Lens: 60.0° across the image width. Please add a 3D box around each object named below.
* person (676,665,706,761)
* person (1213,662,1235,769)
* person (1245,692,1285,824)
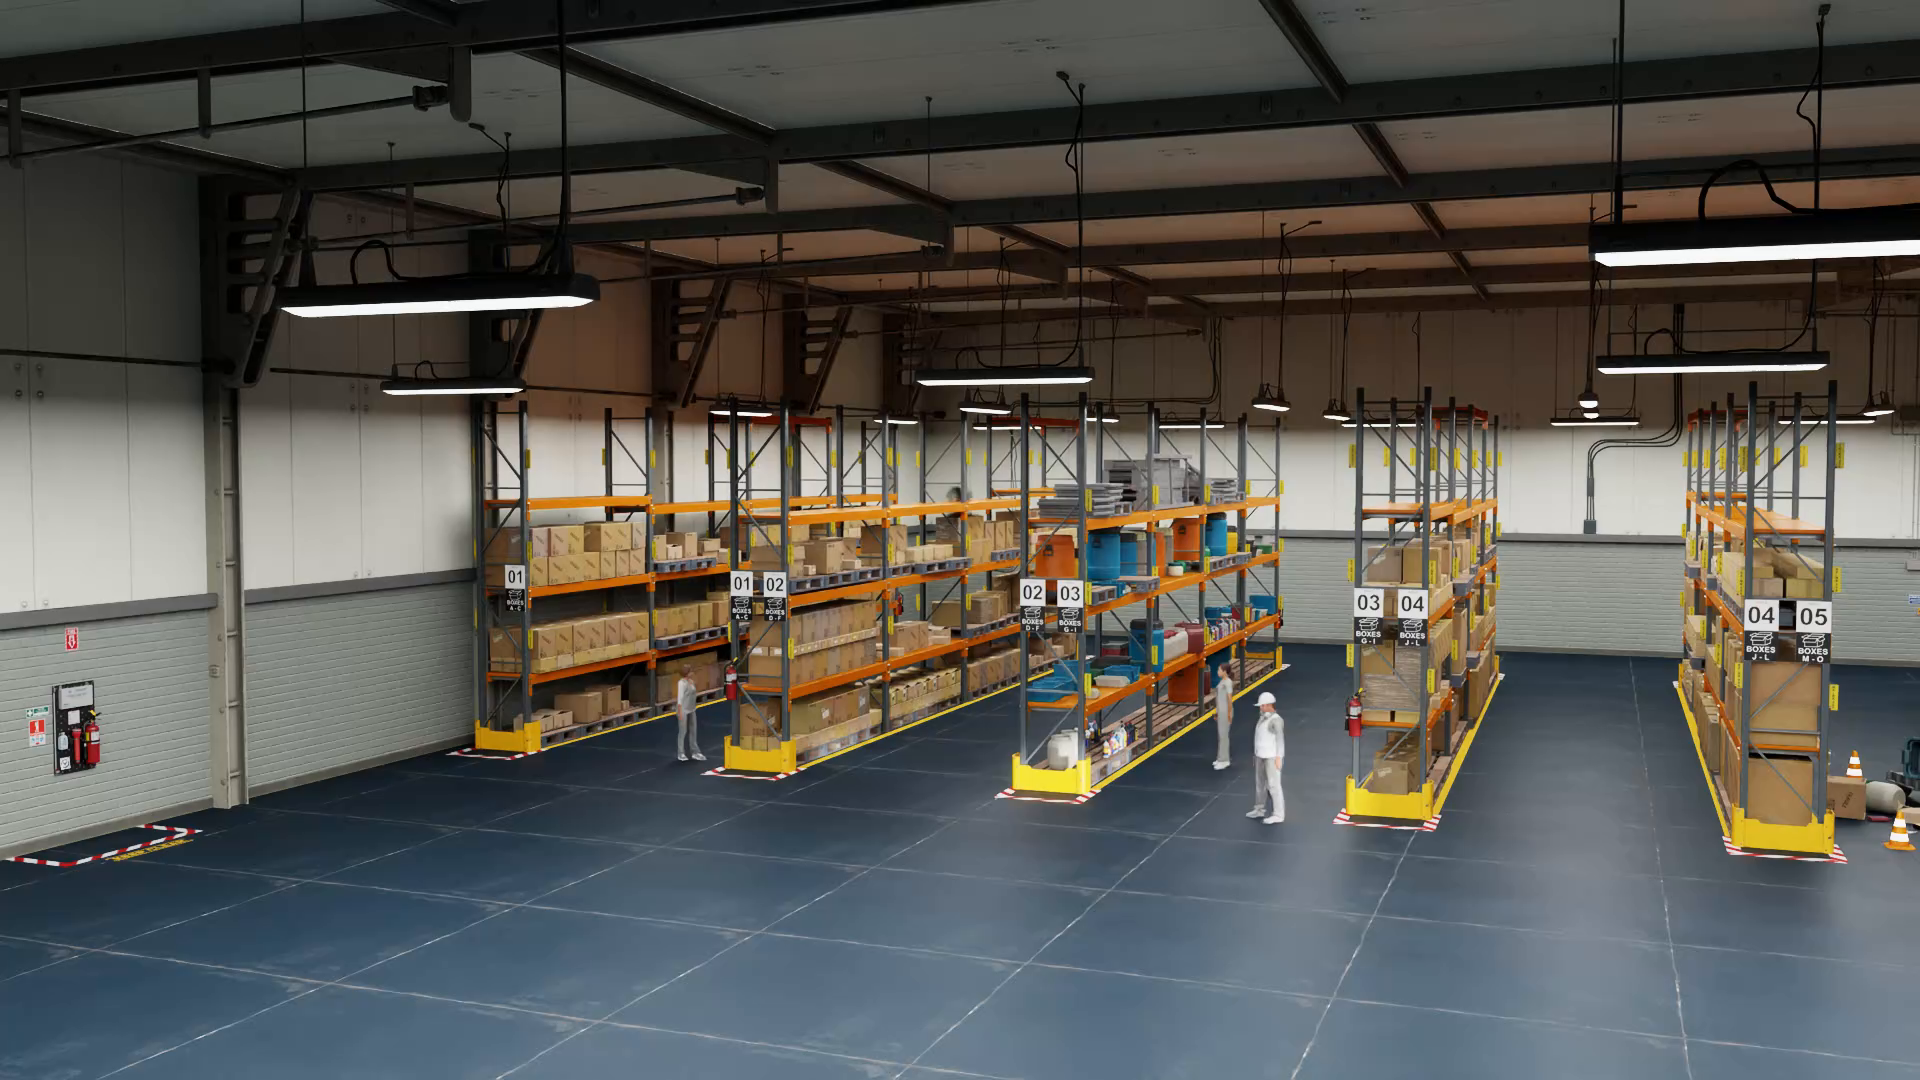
[{"bbox_3d":[-4.502,2.872,27.587,0.445,1.615,0.455,1,3,25],"label":"person"},{"bbox_3d":[4.285,2.854,27.104,0.398,1.704,0.580,0,3,-2],"label":"person"},{"bbox_3d":[4.226,2.991,23.023,0.433,1.772,0.609,-1,3,-20],"label":"person"}]
